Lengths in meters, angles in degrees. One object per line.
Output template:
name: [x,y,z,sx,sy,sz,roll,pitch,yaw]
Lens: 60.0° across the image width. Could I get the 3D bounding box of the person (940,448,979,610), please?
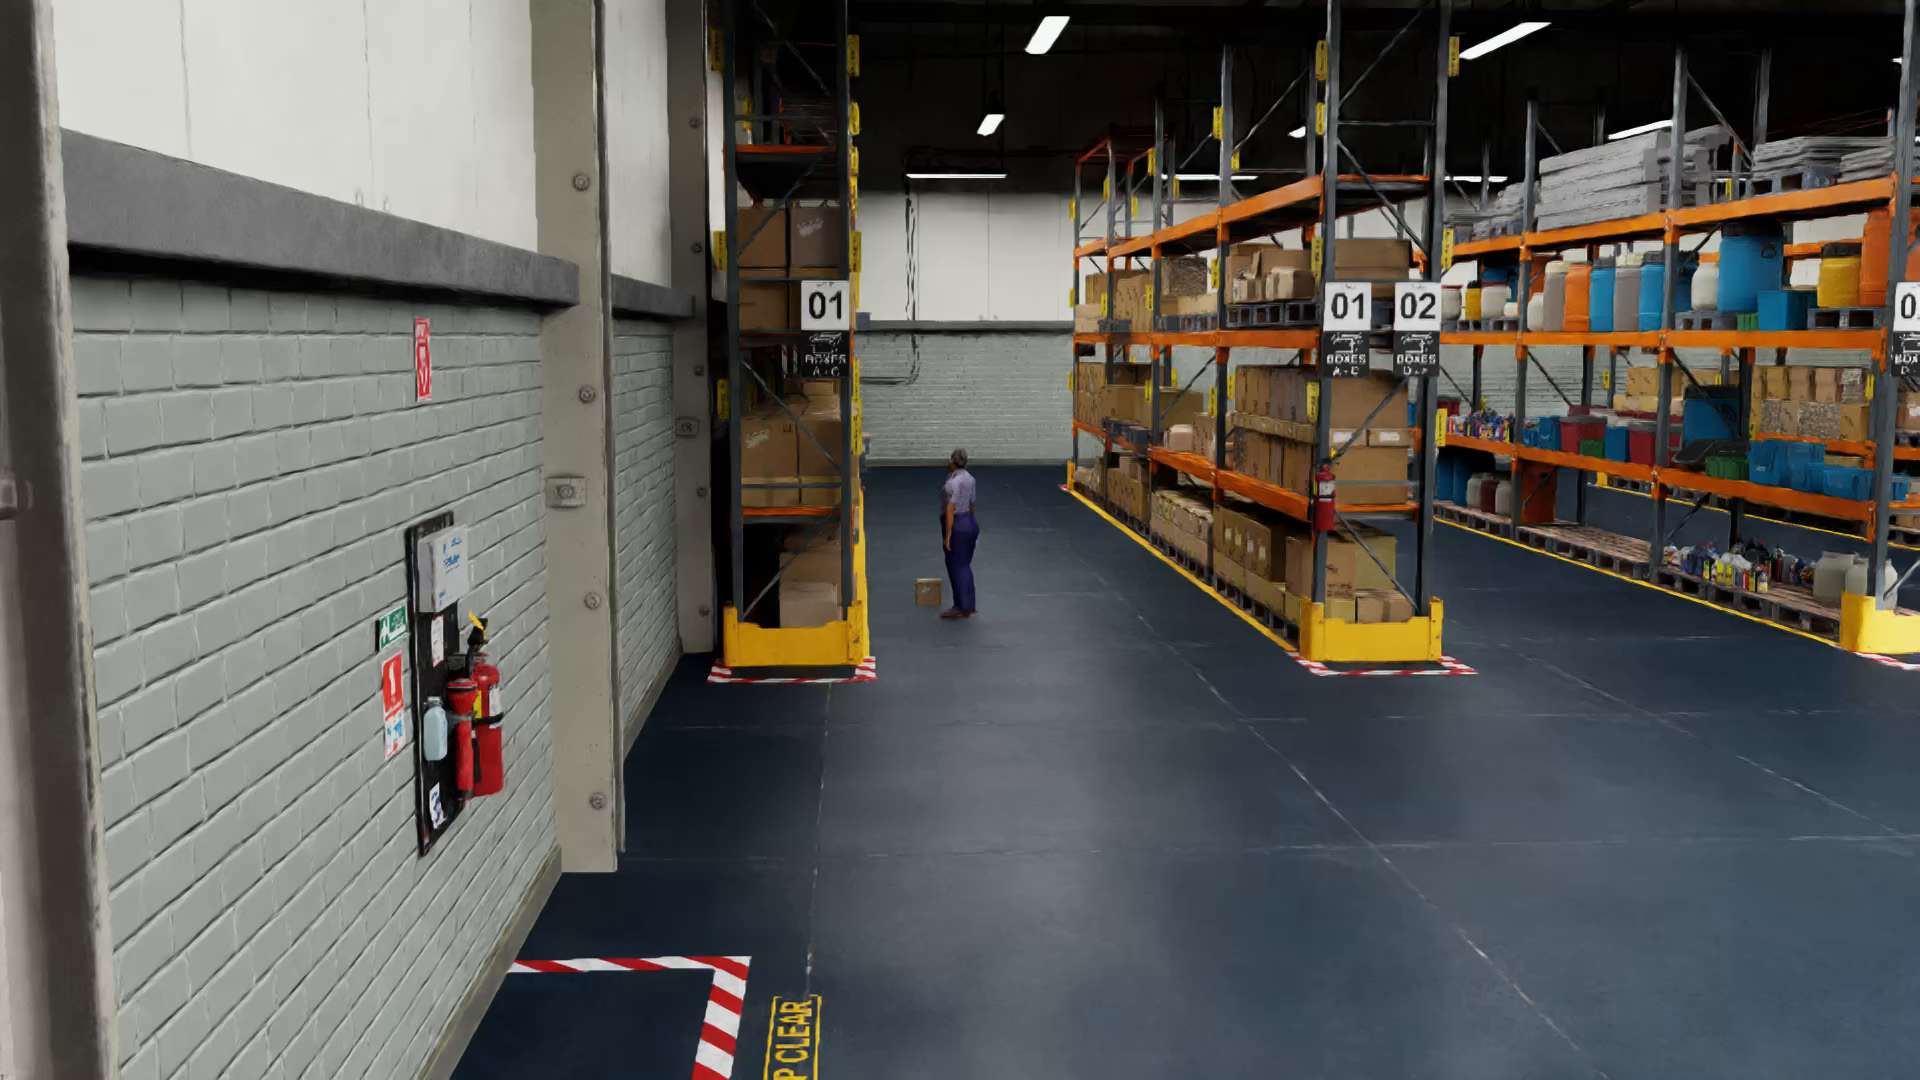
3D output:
person: [-0.020,-0.109,16.285,0.349,1.574,0.526,3,8,24]
